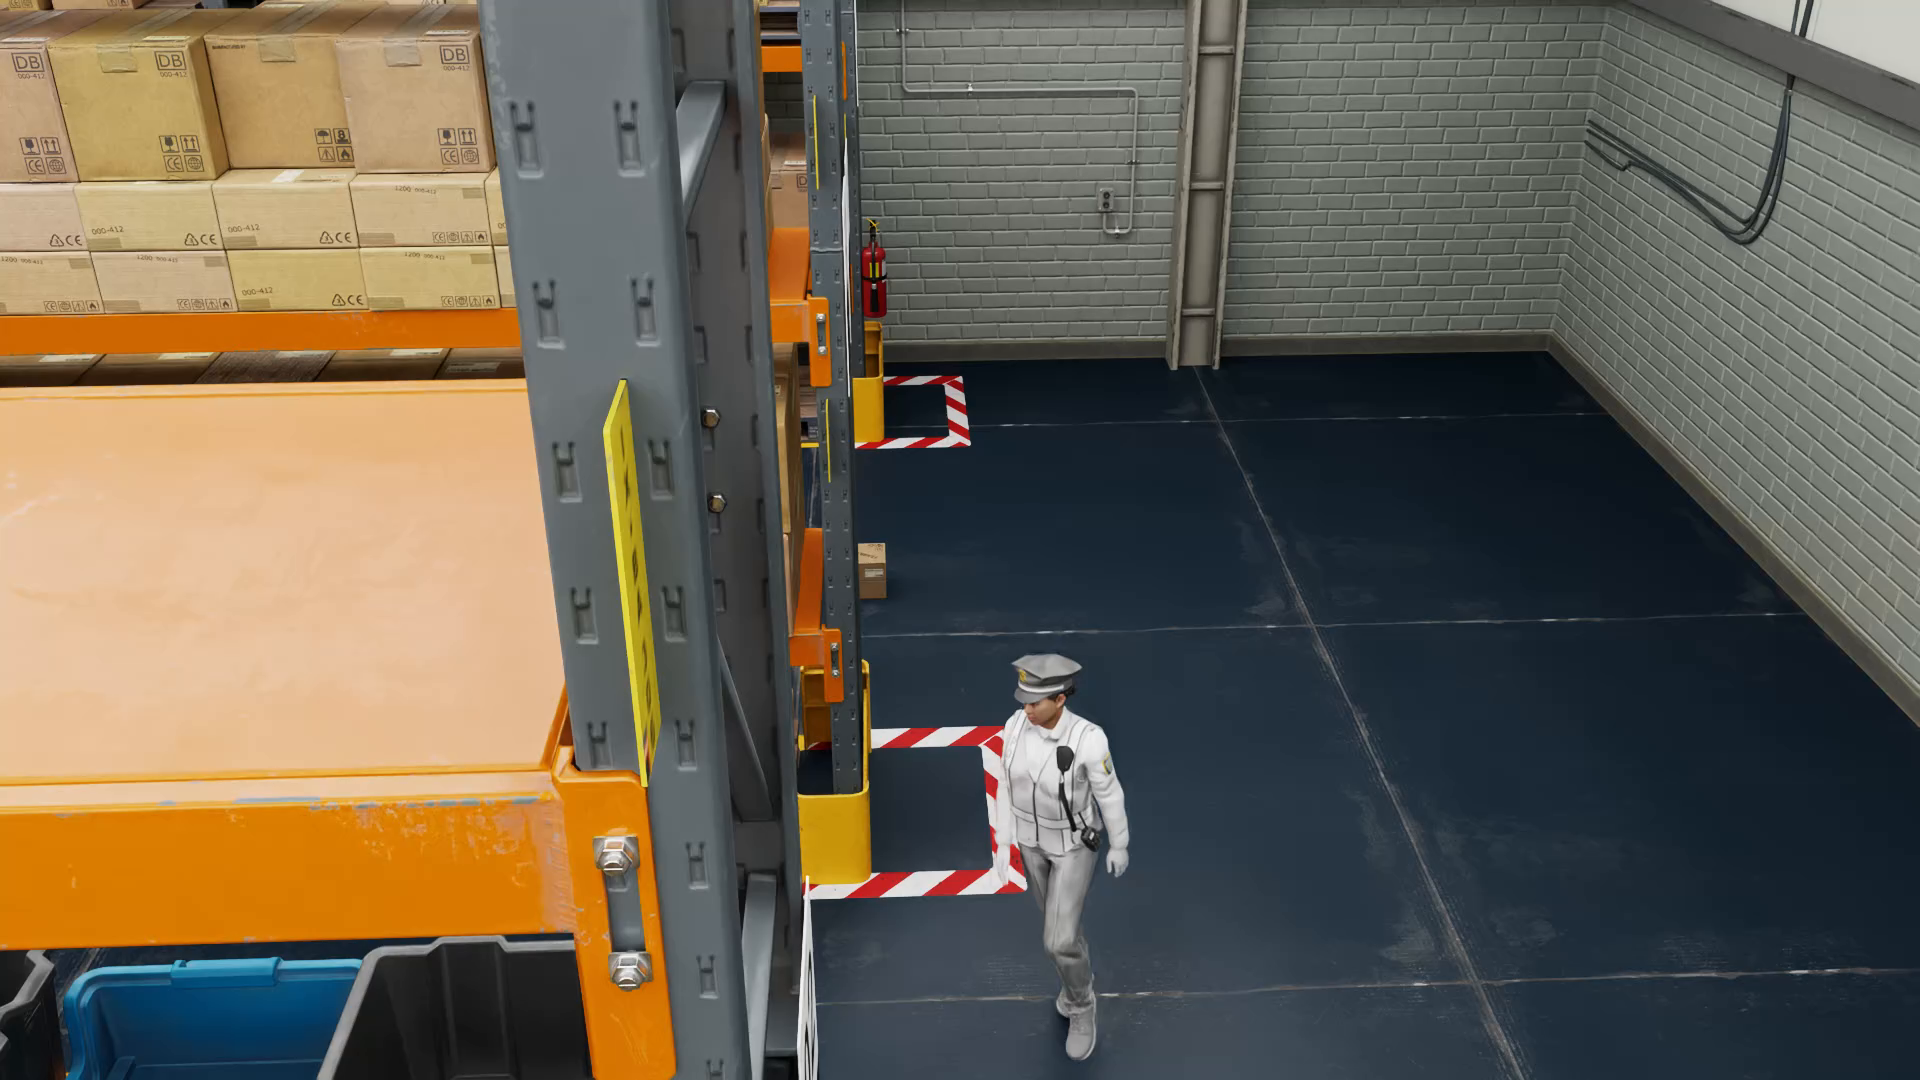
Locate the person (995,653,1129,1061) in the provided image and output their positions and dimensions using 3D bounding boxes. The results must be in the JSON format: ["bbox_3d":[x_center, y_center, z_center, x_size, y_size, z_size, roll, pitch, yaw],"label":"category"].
[{"bbox_3d":[0.379,1.242,6.604,0.544,1.697,0.468,17,32,29],"label":"person"}]
